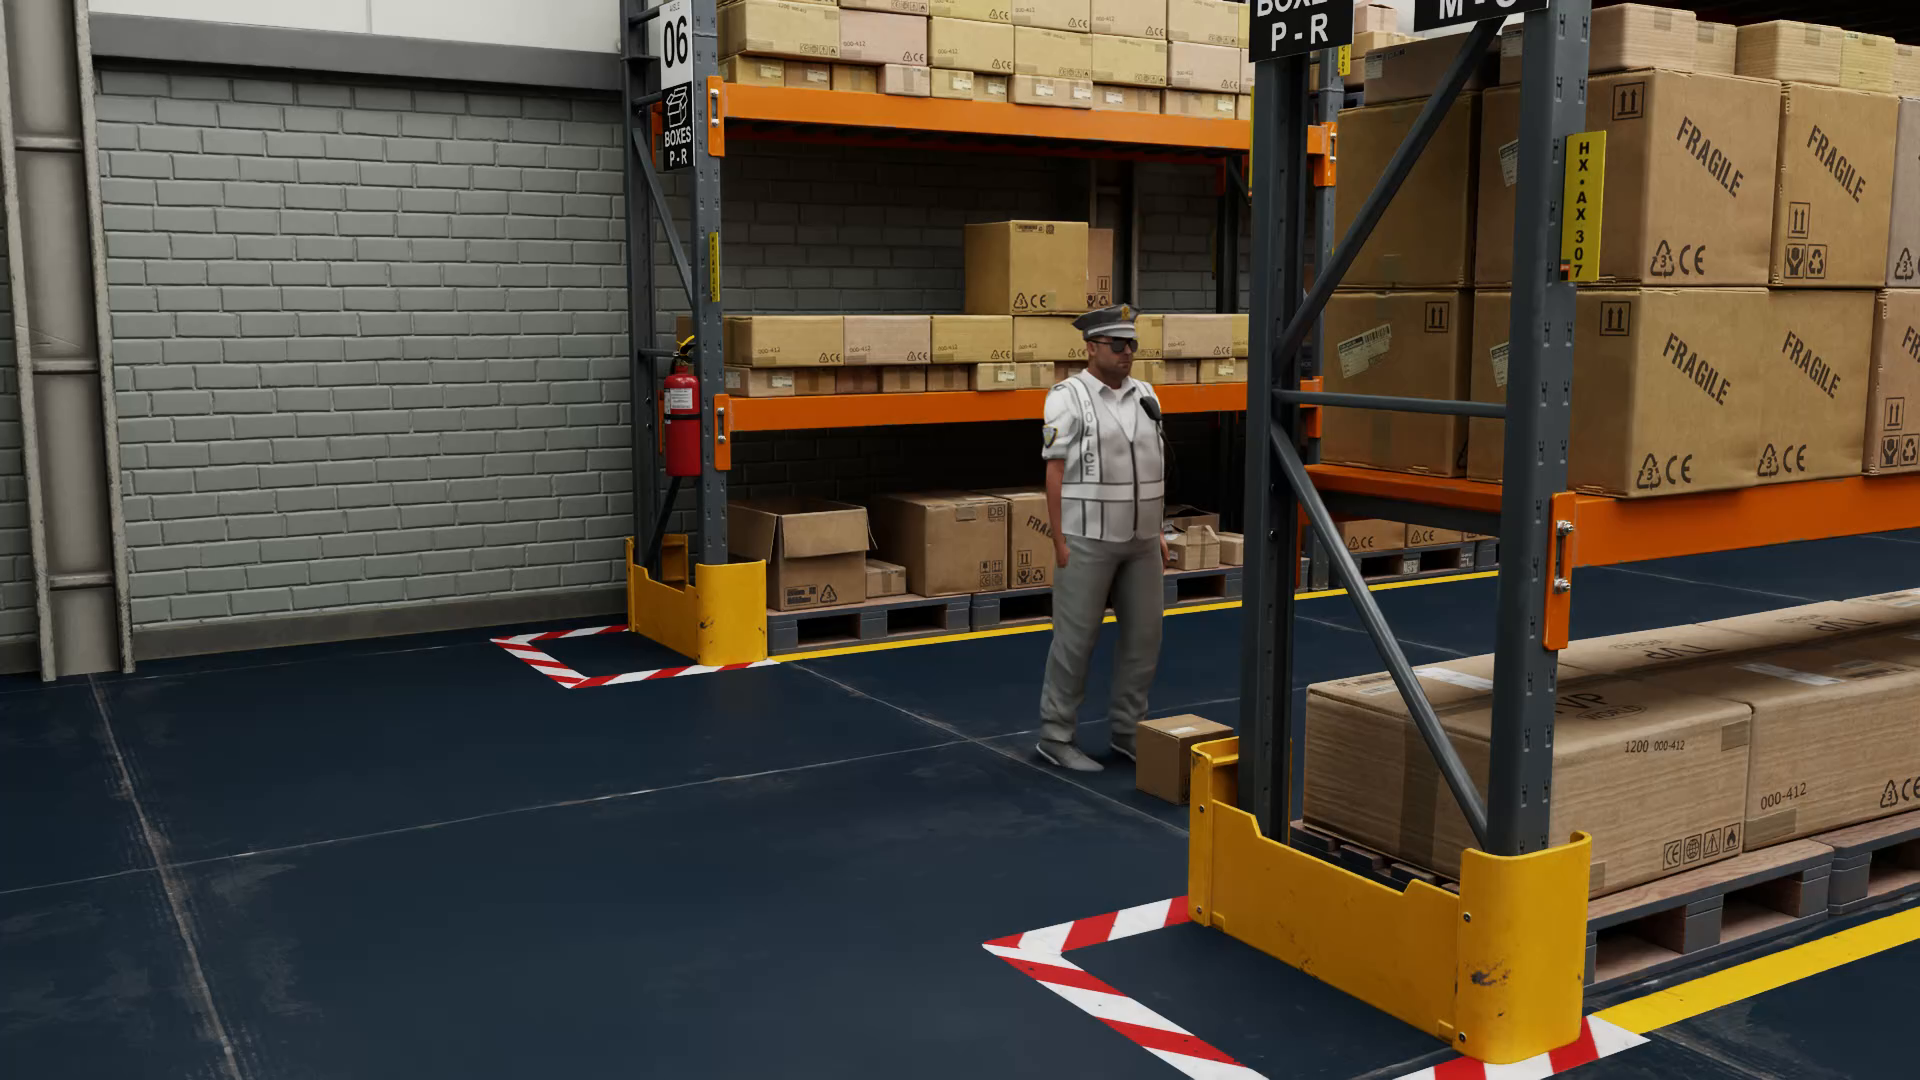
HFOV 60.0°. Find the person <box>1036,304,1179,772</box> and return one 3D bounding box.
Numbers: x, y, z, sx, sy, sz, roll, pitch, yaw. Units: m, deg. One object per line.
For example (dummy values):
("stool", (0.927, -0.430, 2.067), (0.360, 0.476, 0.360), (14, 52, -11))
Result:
("person", (0.582, 0.002, 6.357), (0.529, 1.795, 0.405), (-5, 9, -29))
